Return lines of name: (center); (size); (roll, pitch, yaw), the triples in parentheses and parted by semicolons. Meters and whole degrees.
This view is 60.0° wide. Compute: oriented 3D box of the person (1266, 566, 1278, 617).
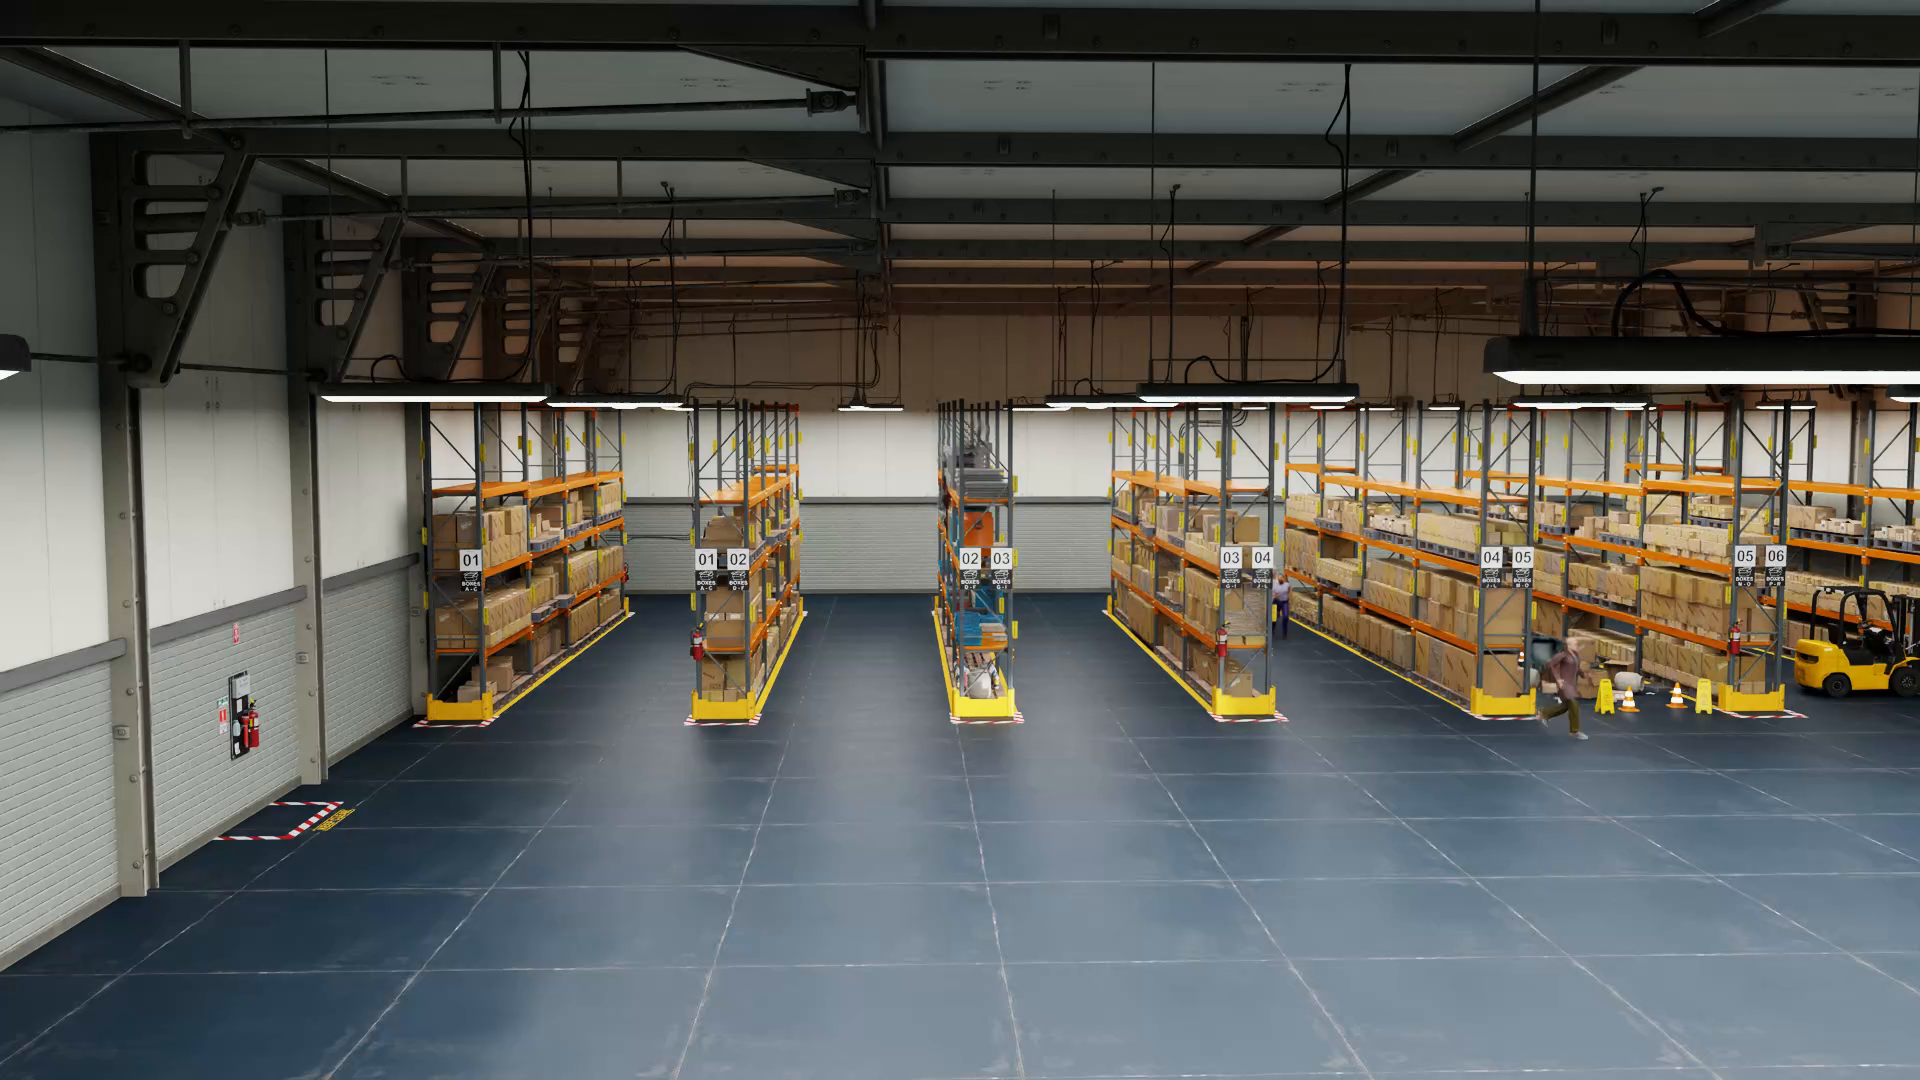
person: (8.202, 1.515, 43.720); (0.659, 1.681, 0.583); (0, 4, -4)

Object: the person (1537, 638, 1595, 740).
person: (10.710, 2.602, 29.516); (0.683, 1.768, 1.019); (-4, 6, -44)

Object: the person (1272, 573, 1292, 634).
person: (8.184, 1.610, 42.442); (0.612, 1.534, 0.847); (0, 4, 3)

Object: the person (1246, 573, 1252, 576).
person: (8.277, 1.275, 48.075); (0.678, 1.622, 0.545); (4, 6, 41)
